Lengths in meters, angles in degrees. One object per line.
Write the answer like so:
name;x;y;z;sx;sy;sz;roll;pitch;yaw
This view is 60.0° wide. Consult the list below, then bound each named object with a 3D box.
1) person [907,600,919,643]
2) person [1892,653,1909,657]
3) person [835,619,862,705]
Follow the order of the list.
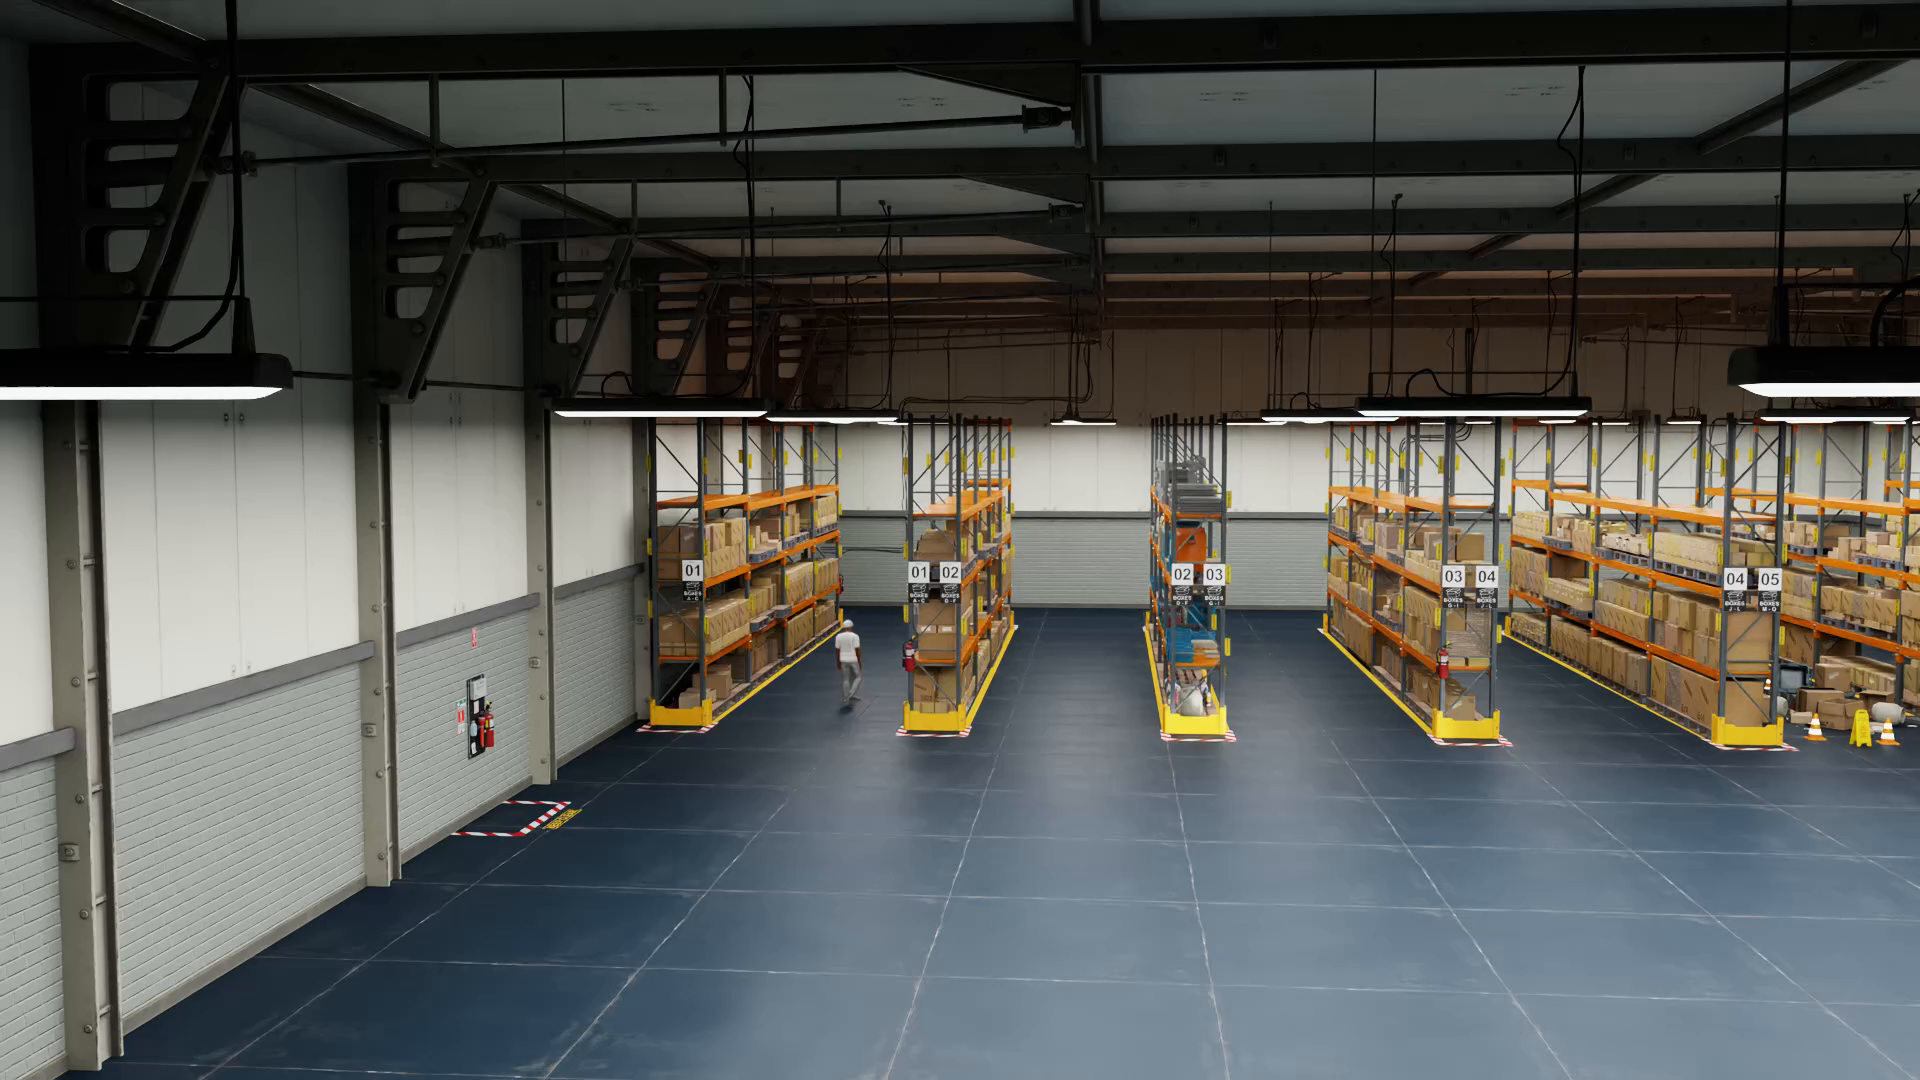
person;-1.101;1.955;44.132;0.581;1.607;0.741;1;4;17
person;23.560;2.121;41.517;0.415;1.576;0.501;-2;4;-25
person;-2.303;2.520;34.424;0.600;1.757;0.470;1;4;15
